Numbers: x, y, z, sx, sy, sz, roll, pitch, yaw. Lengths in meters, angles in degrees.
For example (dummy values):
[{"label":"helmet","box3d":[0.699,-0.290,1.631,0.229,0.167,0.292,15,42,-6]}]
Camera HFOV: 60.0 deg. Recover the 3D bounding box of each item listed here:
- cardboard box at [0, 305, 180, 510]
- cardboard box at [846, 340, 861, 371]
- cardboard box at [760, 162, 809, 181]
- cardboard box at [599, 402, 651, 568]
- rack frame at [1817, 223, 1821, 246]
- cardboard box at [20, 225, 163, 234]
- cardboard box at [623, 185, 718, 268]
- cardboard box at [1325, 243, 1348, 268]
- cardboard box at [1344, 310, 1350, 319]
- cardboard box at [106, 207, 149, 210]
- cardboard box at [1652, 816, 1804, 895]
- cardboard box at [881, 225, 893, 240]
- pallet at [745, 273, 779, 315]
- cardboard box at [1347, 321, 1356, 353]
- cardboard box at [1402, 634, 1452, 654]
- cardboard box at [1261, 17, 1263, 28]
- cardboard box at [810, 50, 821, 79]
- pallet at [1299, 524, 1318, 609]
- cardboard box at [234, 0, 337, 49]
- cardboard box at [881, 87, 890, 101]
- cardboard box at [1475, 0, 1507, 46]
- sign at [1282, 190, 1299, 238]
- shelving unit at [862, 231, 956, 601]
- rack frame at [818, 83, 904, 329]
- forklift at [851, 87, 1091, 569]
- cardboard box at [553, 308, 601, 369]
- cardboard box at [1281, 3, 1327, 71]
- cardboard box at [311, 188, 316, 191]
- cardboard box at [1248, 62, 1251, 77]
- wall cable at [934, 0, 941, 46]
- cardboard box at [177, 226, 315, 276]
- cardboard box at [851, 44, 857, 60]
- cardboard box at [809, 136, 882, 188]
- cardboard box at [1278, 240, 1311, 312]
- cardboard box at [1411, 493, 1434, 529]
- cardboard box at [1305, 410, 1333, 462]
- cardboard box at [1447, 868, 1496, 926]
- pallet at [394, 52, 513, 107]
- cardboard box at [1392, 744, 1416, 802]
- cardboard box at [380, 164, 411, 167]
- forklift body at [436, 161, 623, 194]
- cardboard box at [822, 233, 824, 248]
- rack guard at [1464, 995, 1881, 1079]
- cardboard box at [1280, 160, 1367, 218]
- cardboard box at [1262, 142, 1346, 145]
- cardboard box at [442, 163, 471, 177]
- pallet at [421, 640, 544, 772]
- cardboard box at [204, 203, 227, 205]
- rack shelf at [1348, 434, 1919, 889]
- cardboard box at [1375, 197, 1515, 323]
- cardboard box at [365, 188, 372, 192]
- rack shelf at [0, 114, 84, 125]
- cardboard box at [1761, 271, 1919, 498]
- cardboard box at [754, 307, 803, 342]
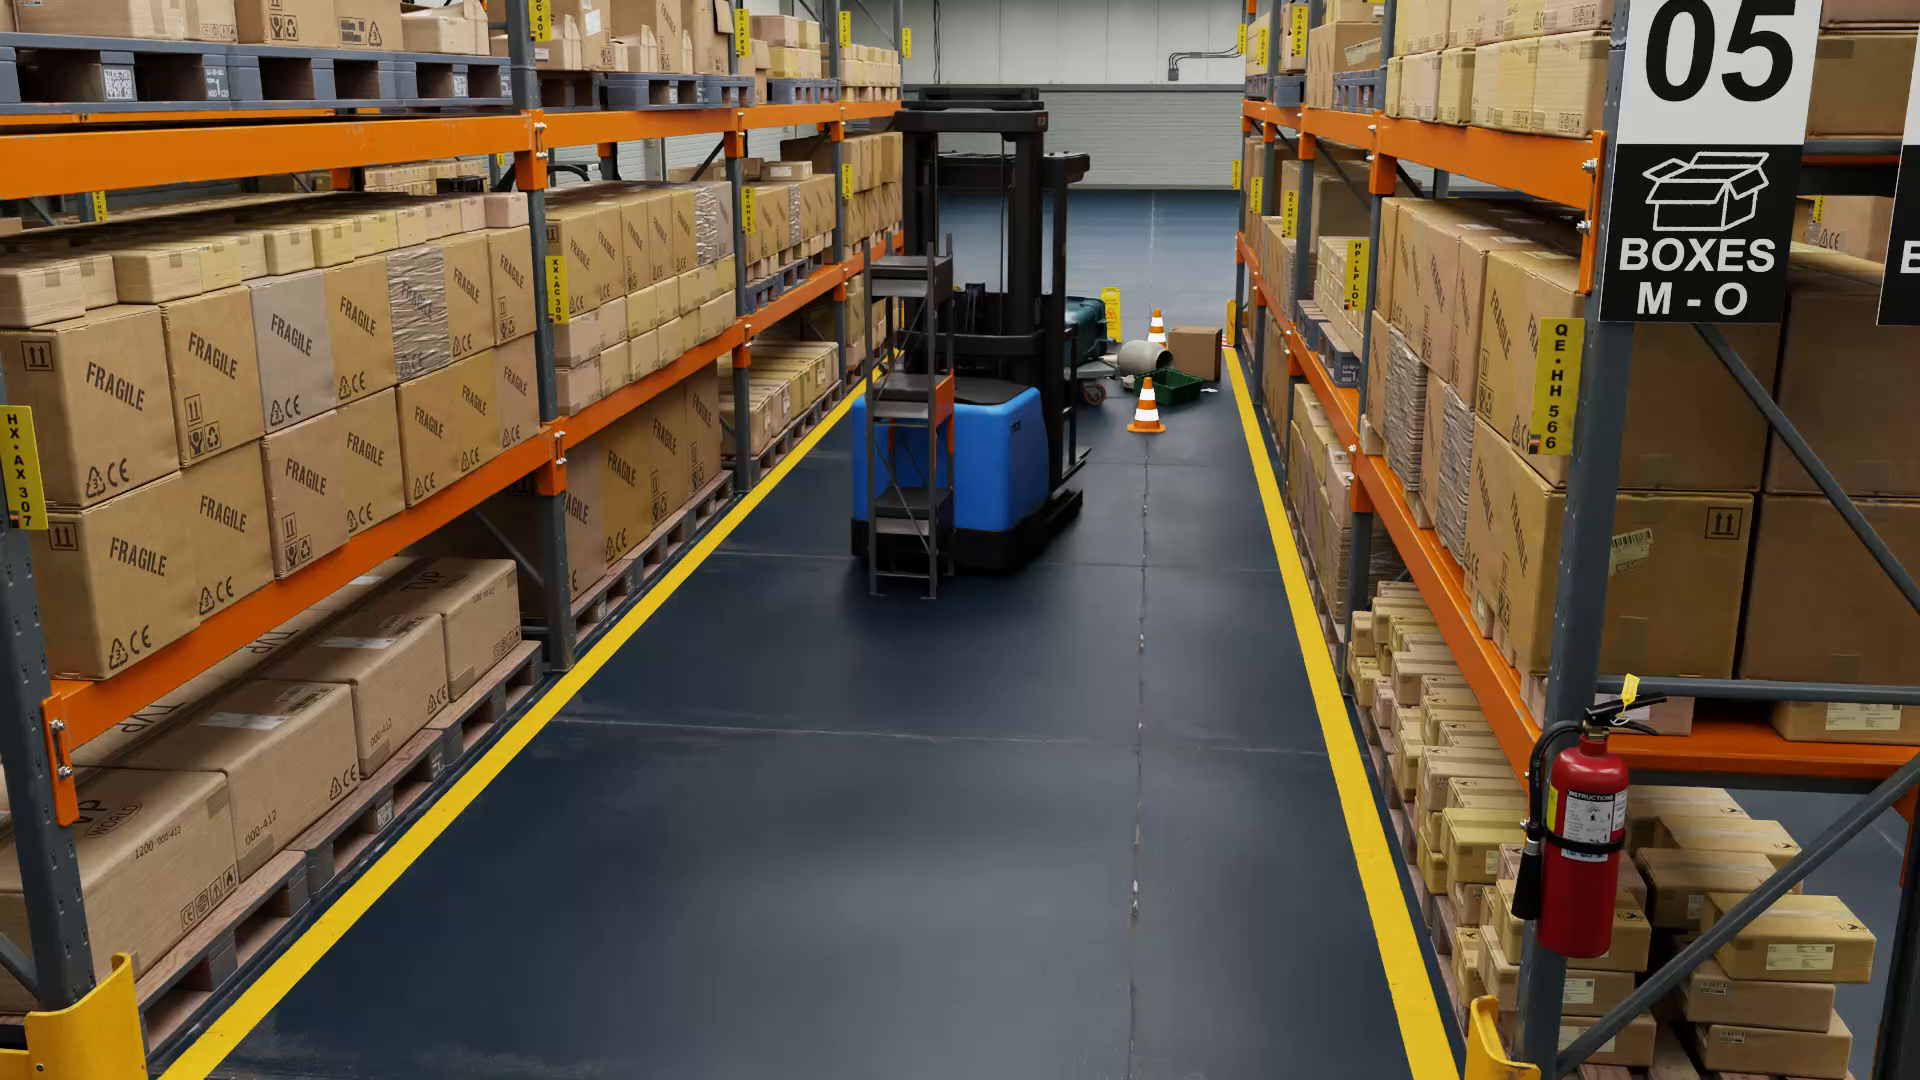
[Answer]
[{"label":"cardboard box","box3d":[-2.636,-0.394,4.766,0.500,0.500,0.500,1,15,5]},{"label":"cardboard box","box3d":[-1.285,-1.880,16.831,0.500,0.250,0.500,1,15,4]},{"label":"cardboard box","box3d":[-1.520,-3.190,14.403,0.380,0.149,0.250,1,15,4]},{"label":"cardboard box","box3d":[-2.437,-0.359,10.010,0.875,0.875,0.875,2,15,8]},{"label":"rack frame","box3d":[8.227,-2.567,14.911,1.000,3.000,0.127,2,15,6]},{"label":"cardboard box","box3d":[-3.042,-1.023,5.848,0.380,0.149,0.250,2,15,8]},{"label":"cardboard box","box3d":[-1.919,-2.078,10.992,0.500,0.500,0.500,2,15,7]},{"label":"cardboard box","box3d":[2.555,-1.824,10.696,0.380,0.149,0.250,2,15,6]},{"label":"cardboard box","box3d":[2.402,-1.341,9.482,0.380,0.149,0.250,2,15,7]},{"label":"cardboard box","box3d":[-7.149,-2.754,14.165,0.380,0.149,0.250,1,15,5]},{"label":"cardboard box","box3d":[2.420,0.996,5.248,0.380,0.149,0.250,2,15,6]},{"label":"cardboard box","box3d":[-0.965,-3.470,18.729,0.380,0.149,0.250,2,15,7]},{"label":"pallet","box3d":[-2.096,-1.917,12.874,1.213,0.211,1.003,2,15,6]},{"label":"cardboard box","box3d":[2.369,-1.124,9.251,0.380,0.149,0.250,1,15,4]},{"label":"cardboard box","box3d":[2.087,0.510,7.048,0.380,0.149,0.250,1,15,5]},{"label":"cardboard box","box3d":[3.121,-5.002,16.125,0.380,0.149,0.250,2,15,7]},{"label":"cardboard box","box3d":[-1.541,-4.282,14.987,0.500,0.250,0.500,1,15,5]},{"label":"pallet","box3d":[2.629,0.162,10.159,1.003,0.211,1.213,2,15,6]},{"label":"cardboard box","box3d":[-2.597,-2.013,5.925,0.500,0.500,0.500,2,15,7]},{"label":"cardboard box","box3d":[-0.990,-4.989,18.602,0.380,0.149,0.250,2,15,8]},{"label":"cardboard box","box3d":[1.872,-1.637,5.052,0.500,0.250,0.500,2,15,7]},{"label":"sign","box3d":[2.307,-2.277,11.617,0.100,0.325,0.005,2,15,6]},{"label":"shelving unit","box3d":[-0.290,-0.730,9.816,0.431,2.100,0.503,3,17,12]},{"label":"rack frame","box3d":[-1.168,-3.897,19.827,1.000,3.000,0.127,2,15,6]},{"label":"forklift","box3d":[0.244,-1.578,11.382,1.130,2.935,3.031,5,16,17]},{"label":"cardboard box","box3d":[-2.192,-1.059,8.662,0.500,0.250,0.500,1,15,5]},{"label":"cardboard box","box3d":[2.777,-3.909,12.937,0.500,0.500,0.500,2,15,6]},{"label":"cardboard box","box3d":[-6.777,-3.523,17.010,0.380,0.149,0.250,1,15,5]},{"label":"cardboard box","box3d":[3.348,-5.144,18.179,0.380,0.149,0.250,2,15,6]},{"label":"wall cable","box3d":[0.645,-16.149,49.919,3.097,2.526,0.112,2,15,6]},{"label":"cardboard box","box3d":[-2.497,-1.011,5.805,0.380,0.149,0.250,2,15,7]},{"label":"cardboard box","box3d":[-1.220,-4.780,16.299,0.380,0.149,0.250,1,15,4]},{"label":"cardboard box","box3d":[-1.191,-3.903,17.172,0.700,0.500,0.500,1,15,5]},{"label":"cardboard box","box3d":[2.701,-2.005,12.638,0.500,0.500,0.500,2,15,6]},{"label":"cardboard box","box3d":[1.950,-0.137,6.403,0.380,0.149,0.250,2,15,9]},{"label":"cardboard box","box3d":[2.415,-0.629,10.290,0.500,0.250,0.500,2,15,7]},{"label":"cardboard box","box3d":[1.789,1.122,5.352,0.380,0.149,0.250,1,15,4]},{"label":"pallet","box3d":[-2.625,-1.978,7.153,1.003,0.211,1.213,2,15,6]},{"label":"cardboard box","box3d":[1.941,0.931,6.629,0.380,0.149,0.250,1,15,5]},{"label":"cardboard box","box3d":[-6.477,-4.198,18.935,0.380,0.149,0.250,2,15,8]},{"label":"forklift body","box3d":[-4.502,-3.087,18.457,2.313,2.155,1.214,2,15,6]},{"label":"cardboard box","box3d":[-1.450,-2.731,15.193,0.380,0.149,0.250,1,15,5]},{"label":"rack guard","box3d":[1.965,1.559,4.437,1.175,0.500,0.348,2,15,6]},{"label":"cardboard box","box3d":[3.260,-3.142,14.927,0.700,0.500,0.500,1,15,5]},{"label":"cardboard box","box3d":[3.582,-3.848,17.290,0.875,0.550,0.500,2,15,6]},{"label":"cardboard box","box3d":[-5.931,-4.314,19.367,0.380,0.149,0.250,2,15,8]},{"label":"pallet","box3d":[-2.686,0.757,7.960,1.003,0.211,1.213,2,15,6]},{"label":"cardboard box","box3d":[-6.437,-2.868,14.586,0.380,0.149,0.250,1,15,5]},{"label":"rack shelf","box3d":[2.182,0.201,6.050,1.077,0.370,4.000,2,15,6]},{"label":"cardboard box","box3d":[2.115,-1.230,7.286,0.500,0.500,0.500,2,15,8]},{"label":"cardboard box","box3d":[-6.227,-3.508,16.955,0.380,0.149,0.250,2,15,8]},{"label":"rack shelf","box3d":[-7.229,-2.549,10.475,1.077,0.370,4.000,2,15,6]},{"label":"cardboard box","box3d":[2.271,-0.411,4.257,0.500,0.500,0.500,2,15,6]},{"label":"cardboard box","box3d":[-1.819,-2.258,16.793,0.500,0.500,0.500,1,15,5]}]
